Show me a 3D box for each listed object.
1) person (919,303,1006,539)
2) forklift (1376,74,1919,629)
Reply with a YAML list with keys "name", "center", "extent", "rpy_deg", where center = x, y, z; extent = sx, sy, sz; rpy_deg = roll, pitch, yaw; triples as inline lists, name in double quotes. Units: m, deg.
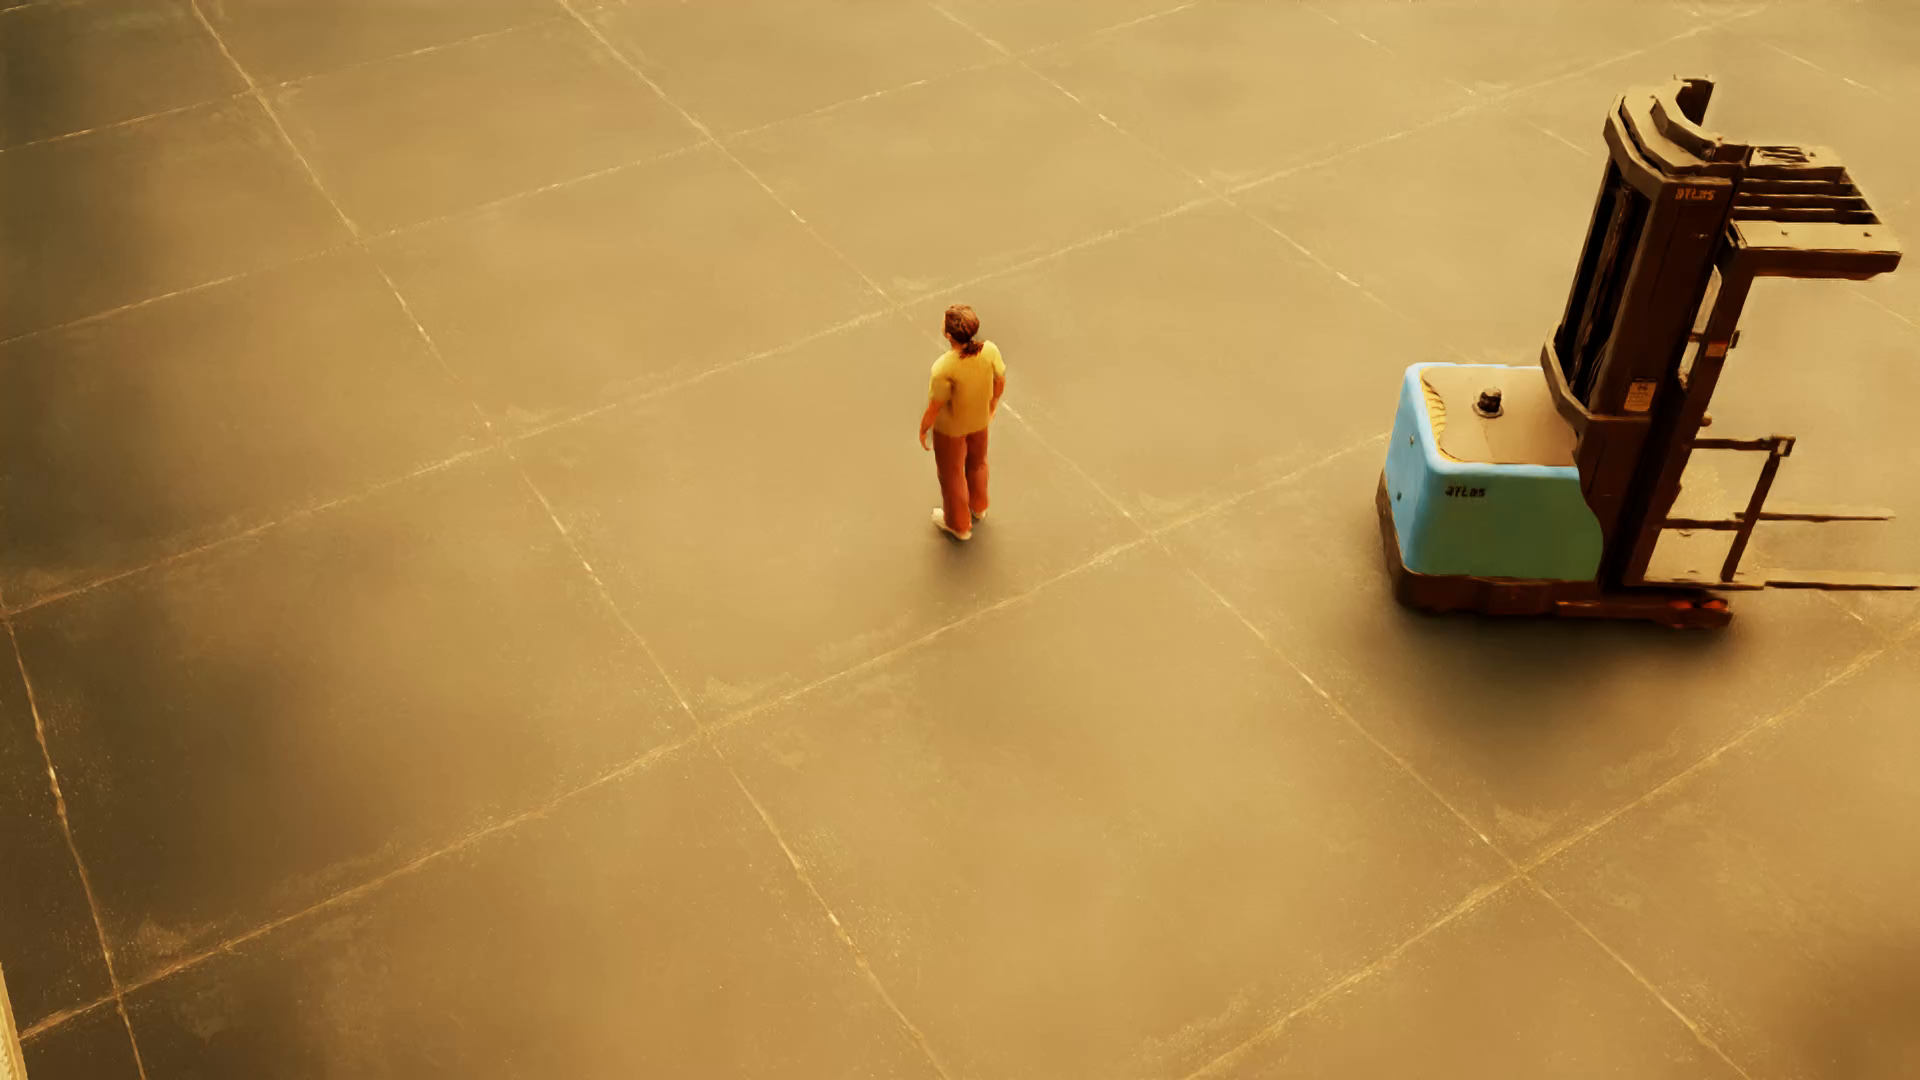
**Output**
- name: "person"
  center: [-0.030, -0.711, 9.567]
  extent: [0.554, 1.673, 0.549]
  rpy_deg: [-23, 46, -24]
- name: "forklift"
  center: [4.053, -0.956, 8.965]
  extent: [3.031, 2.935, 1.130]
  rpy_deg: [2, 41, 3]
